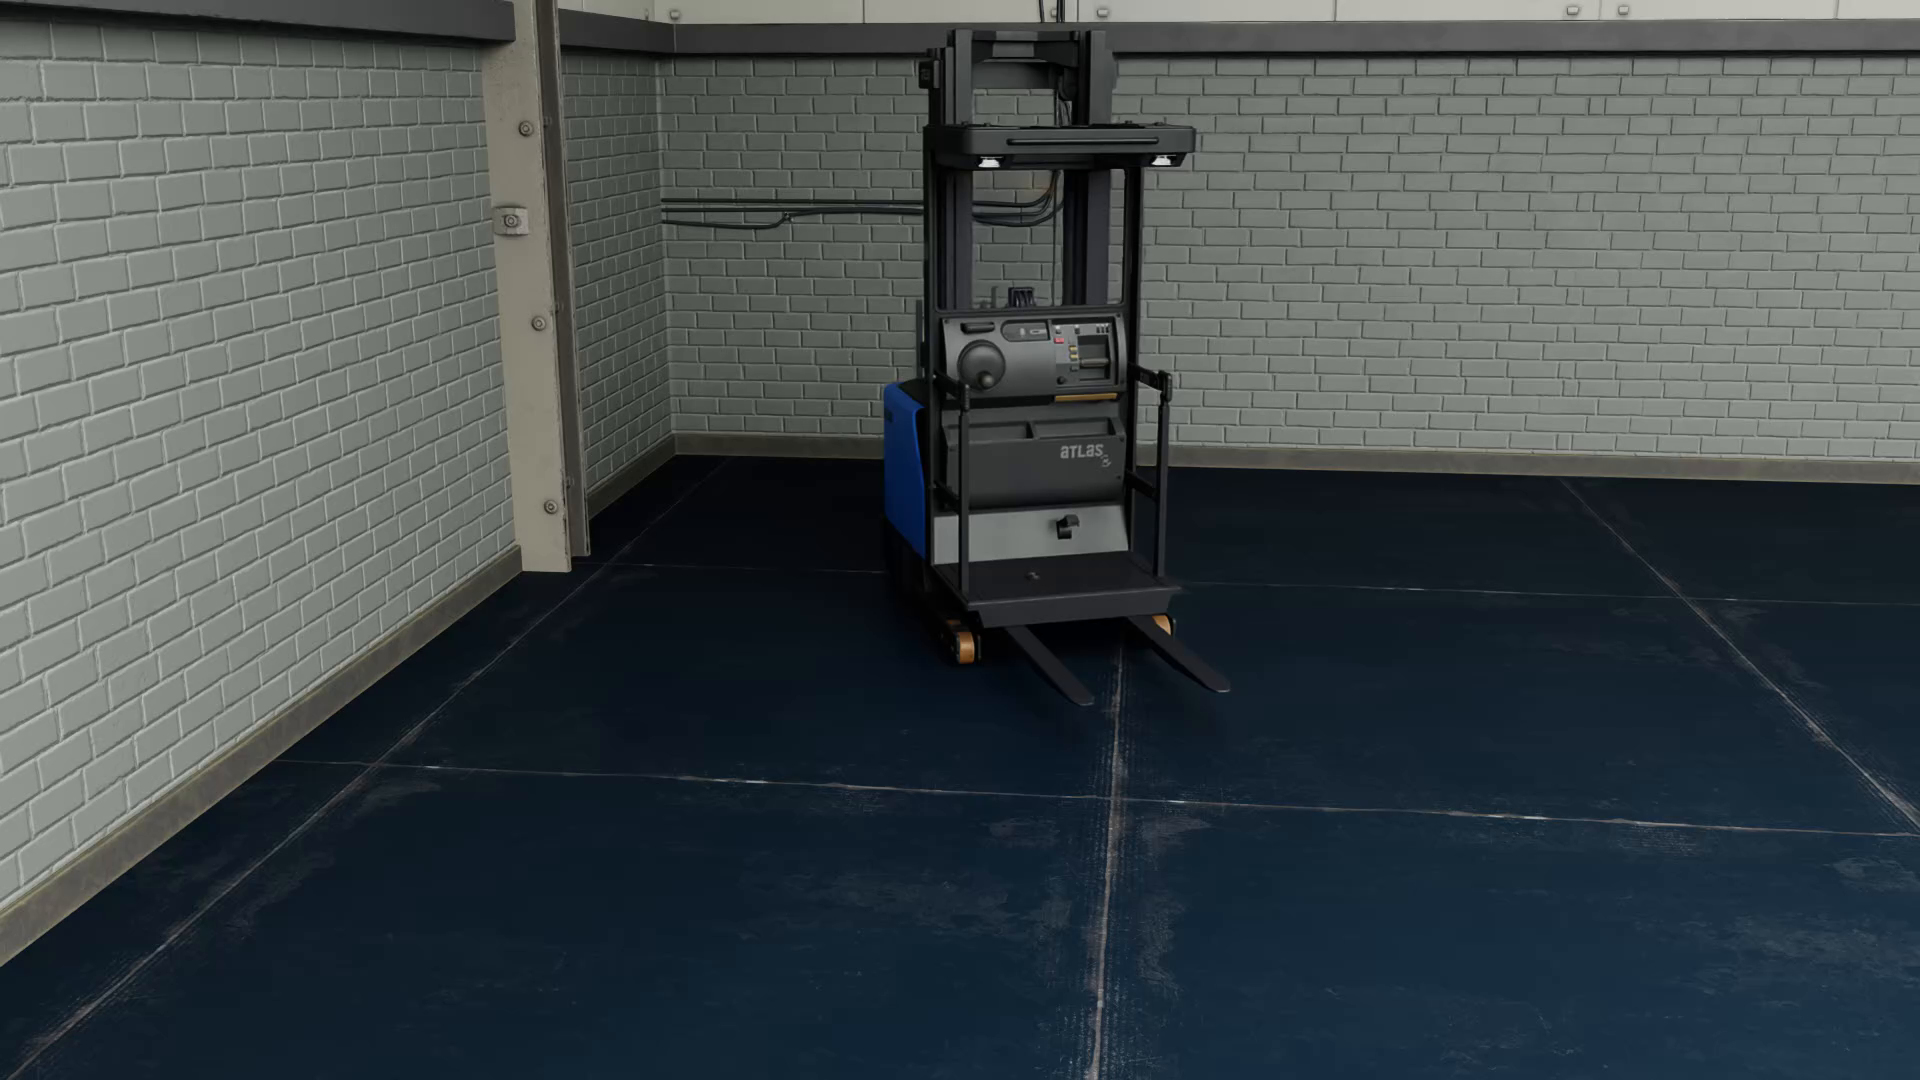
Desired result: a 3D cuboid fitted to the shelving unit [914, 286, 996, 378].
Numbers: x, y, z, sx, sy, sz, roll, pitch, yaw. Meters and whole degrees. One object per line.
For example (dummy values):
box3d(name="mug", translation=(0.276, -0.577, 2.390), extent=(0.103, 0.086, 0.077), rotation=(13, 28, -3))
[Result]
box3d(name="shelving unit", translation=(-0.015, -0.737, 10.013), extent=(0.431, 1.500, 0.755), rotation=(1, 15, 5))

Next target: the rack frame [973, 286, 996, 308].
box3d(name="rack frame", translation=(0.021, -0.832, 10.365), extent=(0.400, 1.500, 0.023), rotation=(1, 15, 5))

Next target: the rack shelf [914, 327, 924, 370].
box3d(name="rack shelf", translation=(-0.015, -1.113, 9.912), extent=(0.431, 0.370, 0.720), rotation=(1, 15, 5))

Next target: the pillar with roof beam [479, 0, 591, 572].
box3d(name="pillar with roof beam", translation=(1.914, -4.089, 8.046), extent=(9.100, 9.000, 0.400), rotation=(2, 15, 6))

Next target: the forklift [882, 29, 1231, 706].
box3d(name="forklift", translation=(0.426, -0.928, 7.978), extent=(1.130, 2.935, 3.031), rotation=(-4, 16, -14))

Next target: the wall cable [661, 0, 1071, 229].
box3d(name="wall cable", translation=(-0.717, -3.442, 11.601), extent=(3.097, 2.526, 0.112), rotation=(2, 15, 6))

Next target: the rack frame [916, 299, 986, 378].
box3d(name="rack frame", translation=(-0.051, -0.642, 9.662), extent=(0.400, 1.500, 0.023), rotation=(1, 15, 5))
